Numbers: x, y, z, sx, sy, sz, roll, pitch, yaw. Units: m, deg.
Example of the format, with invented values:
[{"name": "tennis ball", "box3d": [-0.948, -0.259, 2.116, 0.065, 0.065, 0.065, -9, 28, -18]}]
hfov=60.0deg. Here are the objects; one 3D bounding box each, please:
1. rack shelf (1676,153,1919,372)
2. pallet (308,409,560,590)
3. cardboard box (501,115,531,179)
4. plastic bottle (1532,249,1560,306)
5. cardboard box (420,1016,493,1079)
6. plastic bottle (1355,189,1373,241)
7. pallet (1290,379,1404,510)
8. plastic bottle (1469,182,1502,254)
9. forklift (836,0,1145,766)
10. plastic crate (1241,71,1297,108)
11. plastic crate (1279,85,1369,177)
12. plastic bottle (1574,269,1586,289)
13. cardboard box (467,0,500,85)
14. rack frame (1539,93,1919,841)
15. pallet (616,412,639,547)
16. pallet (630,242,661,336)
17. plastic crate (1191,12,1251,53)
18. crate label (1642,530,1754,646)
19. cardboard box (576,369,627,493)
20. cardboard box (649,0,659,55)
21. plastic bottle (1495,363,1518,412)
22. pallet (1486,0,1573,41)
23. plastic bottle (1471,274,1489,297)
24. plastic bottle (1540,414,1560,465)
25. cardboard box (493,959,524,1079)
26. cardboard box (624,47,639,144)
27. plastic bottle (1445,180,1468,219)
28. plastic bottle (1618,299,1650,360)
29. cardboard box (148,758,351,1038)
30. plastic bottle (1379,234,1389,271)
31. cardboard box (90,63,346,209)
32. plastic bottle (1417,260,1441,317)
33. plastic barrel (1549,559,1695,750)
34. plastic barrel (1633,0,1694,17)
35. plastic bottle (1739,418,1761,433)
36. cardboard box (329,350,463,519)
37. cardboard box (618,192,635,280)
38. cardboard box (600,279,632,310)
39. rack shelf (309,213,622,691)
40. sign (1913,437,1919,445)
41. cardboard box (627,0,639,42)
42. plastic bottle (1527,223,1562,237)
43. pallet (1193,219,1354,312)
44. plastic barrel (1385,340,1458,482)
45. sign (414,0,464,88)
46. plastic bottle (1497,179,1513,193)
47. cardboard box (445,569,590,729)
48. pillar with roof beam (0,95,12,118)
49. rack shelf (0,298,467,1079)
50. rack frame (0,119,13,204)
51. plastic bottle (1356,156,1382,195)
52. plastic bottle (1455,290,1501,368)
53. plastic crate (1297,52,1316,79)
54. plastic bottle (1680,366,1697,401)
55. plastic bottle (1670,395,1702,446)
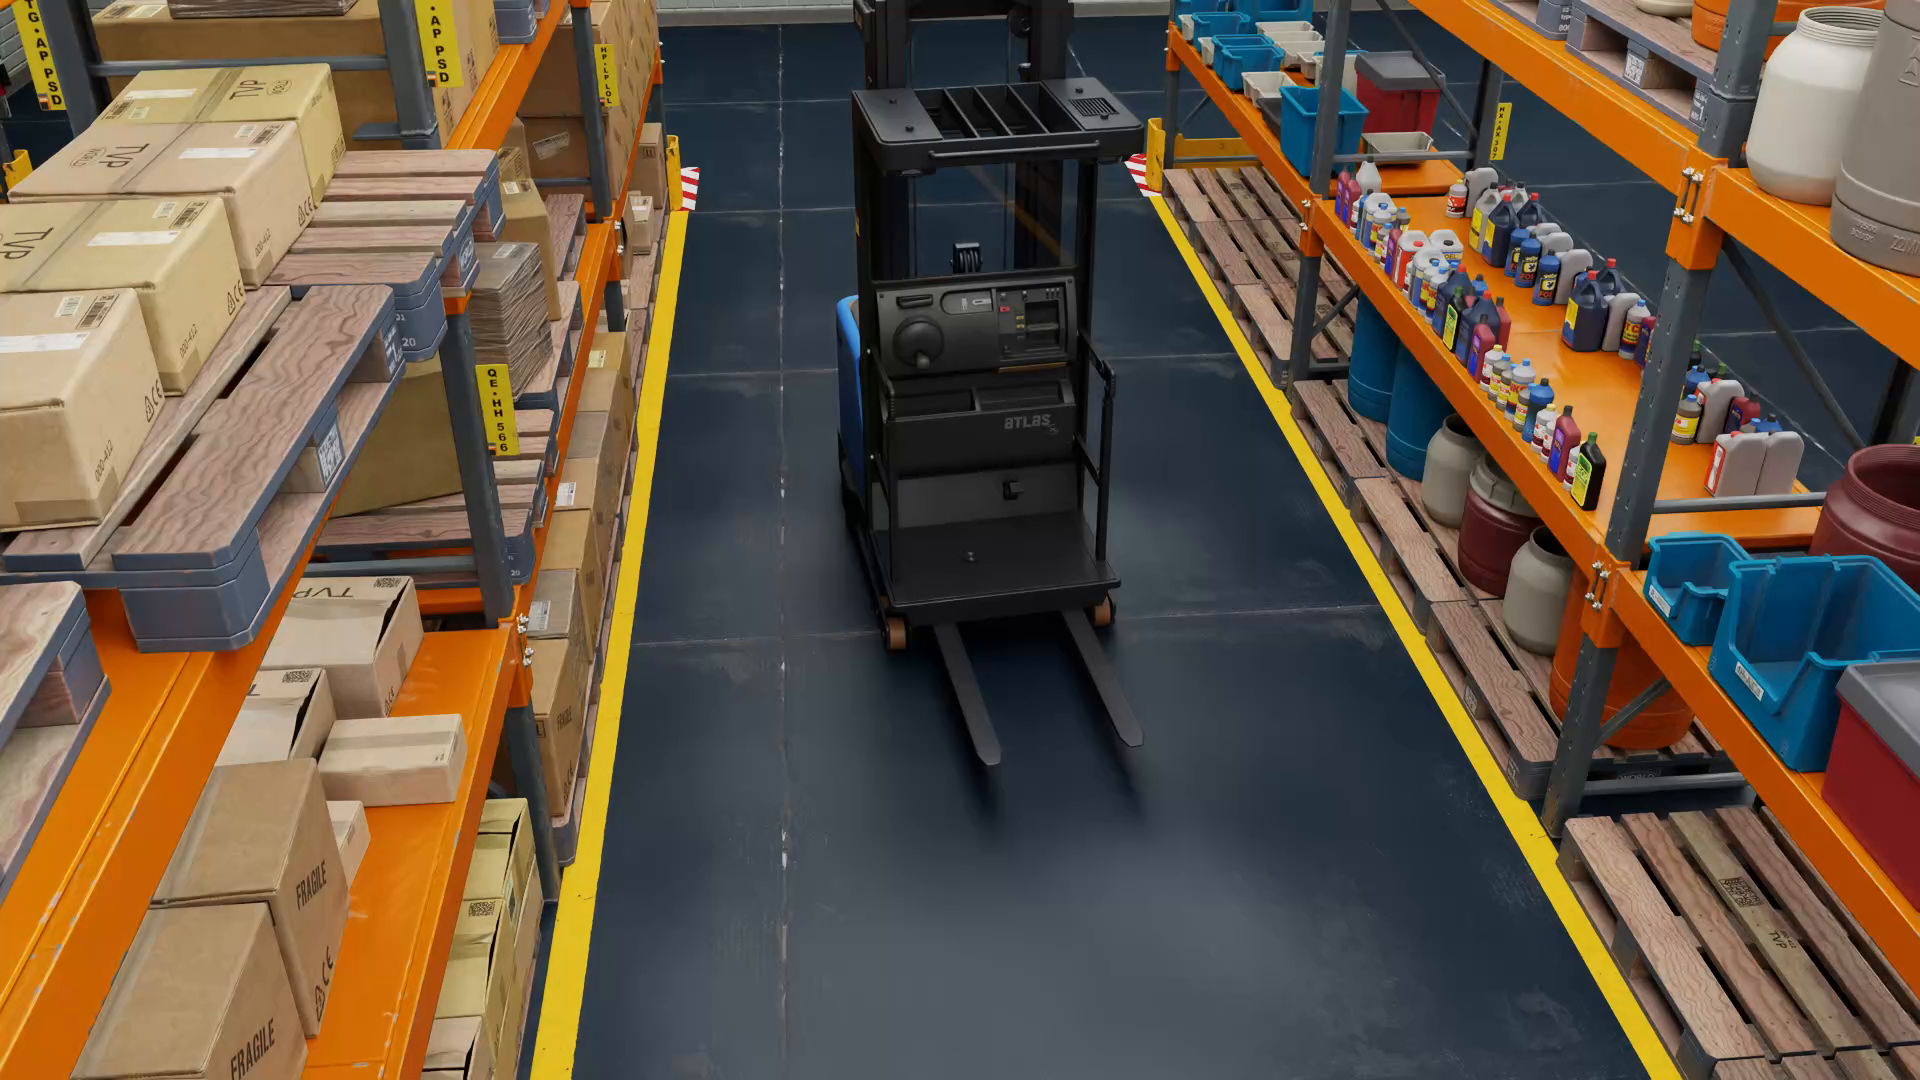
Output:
[{"name": "rack shelf", "box3d": [3.068, -0.088, 3.748, 1.077, 0.370, 4.000, -3, 31, -5]}, {"name": "pallet", "box3d": [-2.184, -0.155, 6.271, 1.213, 0.211, 1.003, -3, 31, -5]}, {"name": "cardboard box", "box3d": [-2.603, -1.907, 8.511, 0.700, 0.500, 0.500, -13, 33, -21]}, {"name": "plastic bottle", "box3d": [2.859, -1.284, 8.101, 0.097, 0.271, 0.097, 0, 31, 0]}, {"name": "cardboard box", "box3d": [-1.657, 1.644, 4.798, 0.500, 0.311, 0.500, -3, 31, -5]}, {"name": "plastic bottle", "box3d": [2.167, -1.733, 8.852, 0.097, 0.271, 0.097, 0, 31, 0]}, {"name": "pallet", "box3d": [2.538, -0.579, 9.513, 1.003, 0.211, 1.213, -3, 31, -5]}, {"name": "plastic bottle", "box3d": [2.775, -1.690, 8.703, 0.144, 0.351, 0.185, -3, 31, -5]}, {"name": "forklift", "box3d": [0.127, -0.943, 7.471, 1.130, 2.935, 3.031, -6, 31, -10]}, {"name": "plastic crate", "box3d": [2.045, -2.959, 10.978, 0.293, 0.136, 0.466, -3, 31, -5]}, {"name": "plastic crate", "box3d": [2.124, -2.413, 9.821, 0.392, 0.384, 0.575, -3, 31, -5]}, {"name": "plastic bottle", "box3d": [3.020, -1.212, 8.048, 0.097, 0.201, 0.097, 0, 31, 0]}, {"name": "cardboard box", "box3d": [-2.222, -1.972, 6.104, 0.910, 0.500, 0.500, -3, 31, -5]}, {"name": "rack frame", "box3d": [2.881, -0.130, 6.042, 1.000, 3.000, 0.127, -3, 31, -5]}, {"name": "pallet", "box3d": [-2.311, -0.326, 9.090, 1.003, 0.211, 1.213, -3, 31, -5]}, {"name": "pallet", "box3d": [-2.605, -1.714, 11.414, 1.003, 0.211, 1.213, -3, 31, -5]}, {"name": "plastic crate", "box3d": [1.890, -3.690, 12.107, 0.416, 0.233, 0.300, -3, 31, -5]}, {"name": "crate label", "box3d": [2.547, 0.175, 5.695, 0.303, 0.233, 0.416, -3, 31, -5]}, {"name": "cardboard box", "box3d": [-2.055, -0.561, 8.773, 0.500, 0.500, 0.500, -3, 31, -4]}, {"name": "cardboard box", "box3d": [-2.486, -3.806, 12.099, 0.500, 0.500, 0.500, -2, 31, -3]}, {"name": "plastic bottle", "box3d": [2.359, -0.657, 7.118, 0.097, 0.201, 0.097, 0, 31, 0]}, {"name": "pallet", "box3d": [2.787, -2.404, 7.109, 1.003, 0.211, 1.213, -3, 31, -5]}, {"name": "plastic bottle", "box3d": [2.425, -1.118, 7.822, 0.097, 0.271, 0.097, 0, 31, 0]}, {"name": "plastic bottle", "box3d": [2.404, -0.408, 6.702, 0.097, 0.201, 0.097, 0, 31, 0]}, {"name": "cardboard box", "box3d": [-1.707, 1.626, 5.375, 0.500, 0.250, 0.500, -3, 31, -5]}, {"name": "cardboard box", "box3d": [-2.297, -2.769, 10.364, 0.500, 0.500, 0.500, -3, 31, -5]}, {"name": "plastic bottle", "box3d": [2.744, -1.885, 9.175, 0.097, 0.201, 0.097, 0, 31, 0]}, {"name": "plastic bottle", "box3d": [3.071, -0.961, 7.559, 0.097, 0.271, 0.097, 0, 31, 0]}, {"name": "cardboard box", "box3d": [-1.878, 0.919, 4.189, 0.500, 0.500, 0.500, -4, 31, -7]}, {"name": "plastic bottle", "box3d": [2.207, -1.485, 8.505, 0.097, 0.201, 0.097, 0, 31, 0]}, {"name": "cardboard box", "box3d": [-1.953, -1.069, 4.426, 0.500, 0.250, 0.500, -5, 31, -8]}, {"name": "plastic bottle", "box3d": [2.263, -1.210, 7.977, 0.097, 0.271, 0.097, 0, 31, 0]}, {"name": "plastic barrel", "box3d": [2.818, 0.373, 6.908, 0.600, 0.830, 0.708, -3, 31, -5]}, {"name": "plastic barrel", "box3d": [2.635, -2.079, 6.105, 0.301, 0.262, 0.301, 0, 31, 0]}, {"name": "plastic bottle", "box3d": [3.170, -0.391, 6.673, 0.097, 0.201, 0.097, 0, 31, 0]}, {"name": "cardboard box", "box3d": [-2.222, -0.434, 6.044, 0.700, 0.500, 0.500, -13, 33, -21]}, {"name": "cardboard box", "box3d": [-2.605, -2.013, 11.200, 0.797, 0.503, 0.637, -3, 31, -5]}, {"name": "cardboard box", "box3d": [-2.339, -1.575, 10.795, 0.380, 0.166, 0.250, -3, 31, -5]}, {"name": "rack shelf", "box3d": [-2.238, -0.607, 7.542, 1.077, 0.370, 4.000, -3, 31, -5]}, {"name": "sign", "box3d": [3.428, -0.230, 6.050, 0.100, 0.325, 0.005, -3, 31, -5]}, {"name": "cardboard box", "box3d": [-2.334, -3.452, 10.532, 0.500, 0.500, 0.500, -2, 31, -3]}, {"name": "plastic bottle", "box3d": [2.947, -1.489, 8.439, 0.152, 0.276, 0.135, -3, 31, -5]}, {"name": "pallet", "box3d": [2.283, -1.973, 11.847, 1.003, 0.211, 1.213, -3, 31, -5]}, {"name": "plastic barrel", "box3d": [2.607, -0.811, 8.820, 0.600, 0.901, 0.708, -3, 31, -5]}, {"name": "sign", "box3d": [-1.498, -1.460, 4.763, 0.100, 0.325, 0.005, -3, 31, -5]}, {"name": "plastic bottle", "box3d": [2.933, -1.820, 8.986, 0.061, 0.283, 0.133, -3, 31, -5]}, {"name": "cardboard box", "box3d": [-1.864, 0.477, 7.035, 0.500, 0.500, 0.500, -4, 31, -6]}, {"name": "pillar with roof beam", "box3d": [-4.557, -7.858, 13.131, 9.100, 9.000, 0.400, -3, 31, -5]}, {"name": "rack shelf", "box3d": [-1.864, 0.148, 3.354, 1.077, 0.370, 4.000, -3, 31, -5]}, {"name": "rack frame", "box3d": [-7.730, -3.739, 12.085, 1.000, 3.000, 0.127, -3, 31, -5]}, {"name": "plastic bottle", "box3d": [2.221, -1.935, 9.112, 0.144, 0.351, 0.185, -3, 31, -5]}, {"name": "plastic bottle", "box3d": [2.338, -0.961, 7.482, 0.144, 0.351, 0.185, -3, 31, -5]}, {"name": "plastic crate", "box3d": [2.499, -3.279, 11.513, 0.298, 0.136, 0.250, -3, 31, -5]}, {"name": "plastic bottle", "box3d": [3.123, -0.646, 7.100, 0.097, 0.201, 0.097, 0, 31, 0]}, {"name": "plastic bottle", "box3d": [2.997, -0.502, 6.858, 0.097, 0.201, 0.097, 0, 31, 0]}]
